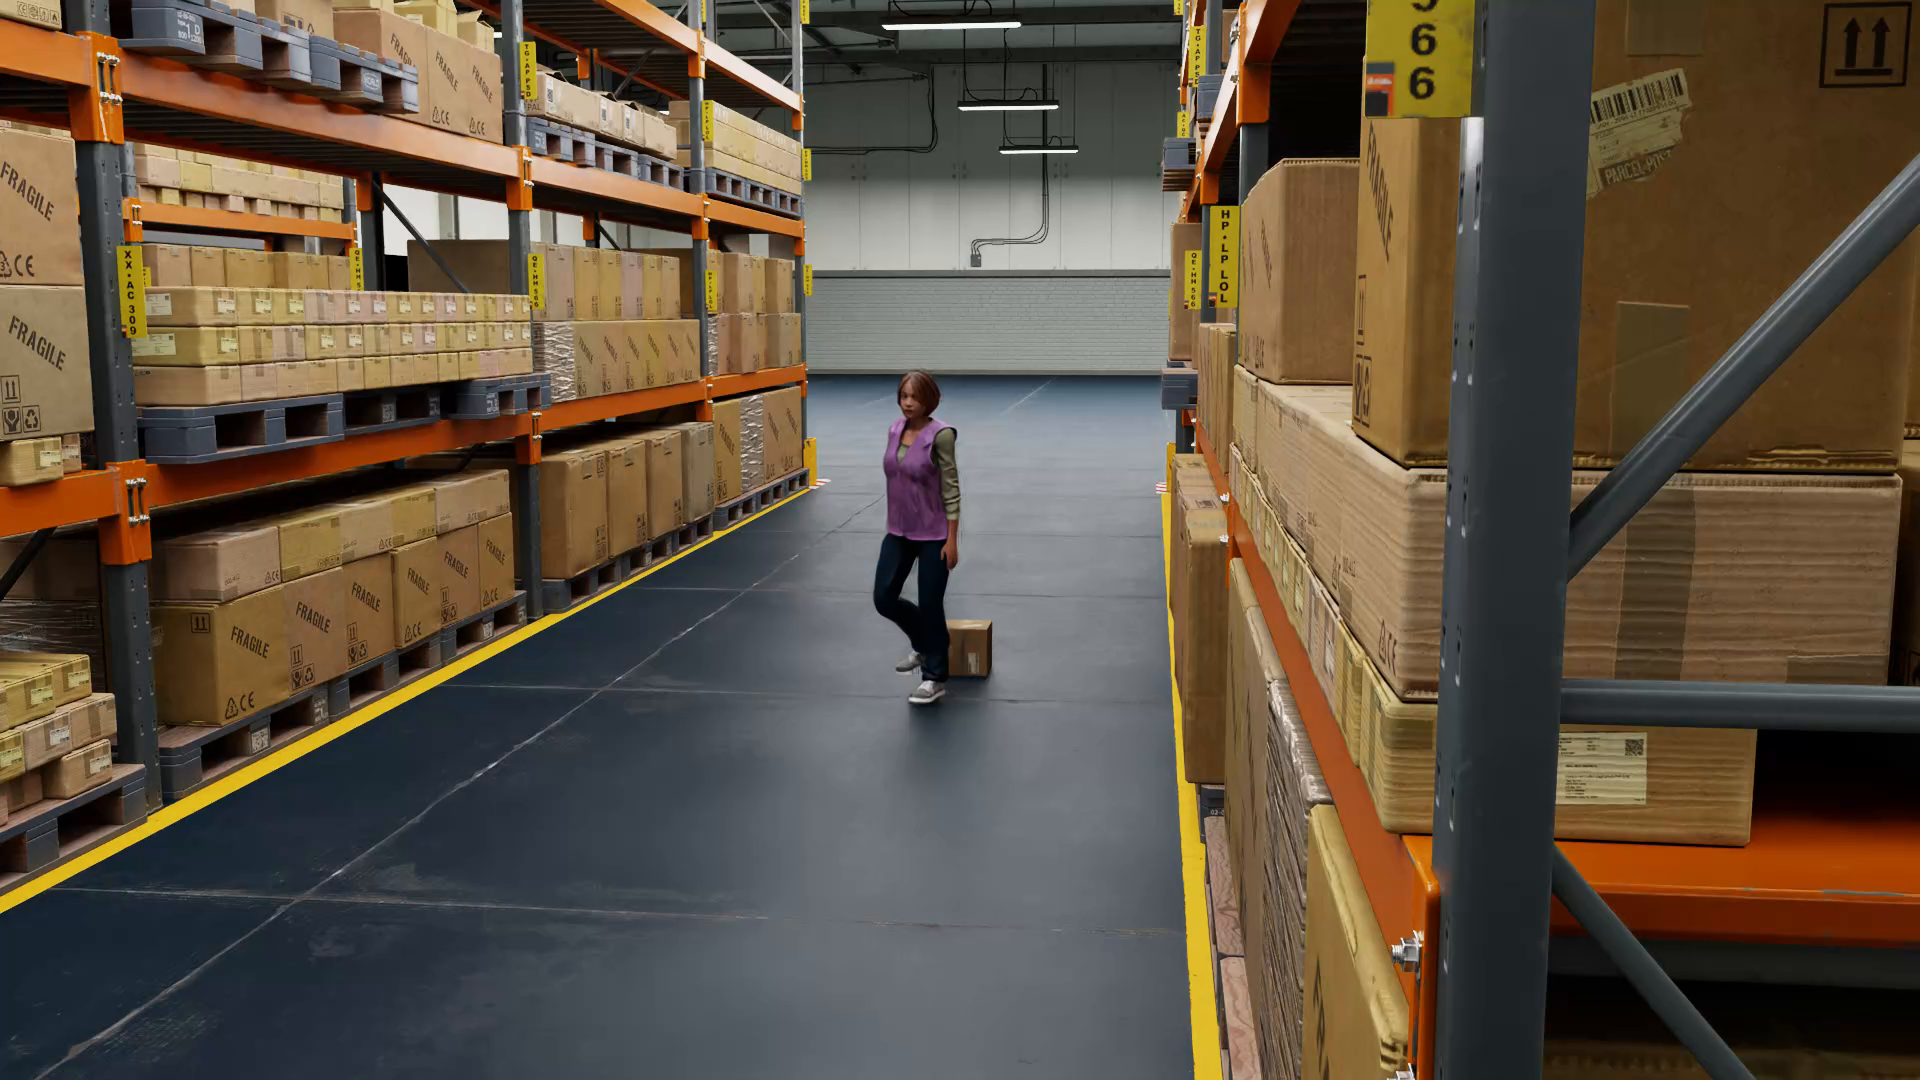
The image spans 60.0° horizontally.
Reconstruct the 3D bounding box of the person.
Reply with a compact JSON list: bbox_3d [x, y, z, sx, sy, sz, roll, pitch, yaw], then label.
[{"bbox_3d":[-0.164,-0.017,7.901,0.472,1.589,0.456,6,10,36],"label":"person"}]
